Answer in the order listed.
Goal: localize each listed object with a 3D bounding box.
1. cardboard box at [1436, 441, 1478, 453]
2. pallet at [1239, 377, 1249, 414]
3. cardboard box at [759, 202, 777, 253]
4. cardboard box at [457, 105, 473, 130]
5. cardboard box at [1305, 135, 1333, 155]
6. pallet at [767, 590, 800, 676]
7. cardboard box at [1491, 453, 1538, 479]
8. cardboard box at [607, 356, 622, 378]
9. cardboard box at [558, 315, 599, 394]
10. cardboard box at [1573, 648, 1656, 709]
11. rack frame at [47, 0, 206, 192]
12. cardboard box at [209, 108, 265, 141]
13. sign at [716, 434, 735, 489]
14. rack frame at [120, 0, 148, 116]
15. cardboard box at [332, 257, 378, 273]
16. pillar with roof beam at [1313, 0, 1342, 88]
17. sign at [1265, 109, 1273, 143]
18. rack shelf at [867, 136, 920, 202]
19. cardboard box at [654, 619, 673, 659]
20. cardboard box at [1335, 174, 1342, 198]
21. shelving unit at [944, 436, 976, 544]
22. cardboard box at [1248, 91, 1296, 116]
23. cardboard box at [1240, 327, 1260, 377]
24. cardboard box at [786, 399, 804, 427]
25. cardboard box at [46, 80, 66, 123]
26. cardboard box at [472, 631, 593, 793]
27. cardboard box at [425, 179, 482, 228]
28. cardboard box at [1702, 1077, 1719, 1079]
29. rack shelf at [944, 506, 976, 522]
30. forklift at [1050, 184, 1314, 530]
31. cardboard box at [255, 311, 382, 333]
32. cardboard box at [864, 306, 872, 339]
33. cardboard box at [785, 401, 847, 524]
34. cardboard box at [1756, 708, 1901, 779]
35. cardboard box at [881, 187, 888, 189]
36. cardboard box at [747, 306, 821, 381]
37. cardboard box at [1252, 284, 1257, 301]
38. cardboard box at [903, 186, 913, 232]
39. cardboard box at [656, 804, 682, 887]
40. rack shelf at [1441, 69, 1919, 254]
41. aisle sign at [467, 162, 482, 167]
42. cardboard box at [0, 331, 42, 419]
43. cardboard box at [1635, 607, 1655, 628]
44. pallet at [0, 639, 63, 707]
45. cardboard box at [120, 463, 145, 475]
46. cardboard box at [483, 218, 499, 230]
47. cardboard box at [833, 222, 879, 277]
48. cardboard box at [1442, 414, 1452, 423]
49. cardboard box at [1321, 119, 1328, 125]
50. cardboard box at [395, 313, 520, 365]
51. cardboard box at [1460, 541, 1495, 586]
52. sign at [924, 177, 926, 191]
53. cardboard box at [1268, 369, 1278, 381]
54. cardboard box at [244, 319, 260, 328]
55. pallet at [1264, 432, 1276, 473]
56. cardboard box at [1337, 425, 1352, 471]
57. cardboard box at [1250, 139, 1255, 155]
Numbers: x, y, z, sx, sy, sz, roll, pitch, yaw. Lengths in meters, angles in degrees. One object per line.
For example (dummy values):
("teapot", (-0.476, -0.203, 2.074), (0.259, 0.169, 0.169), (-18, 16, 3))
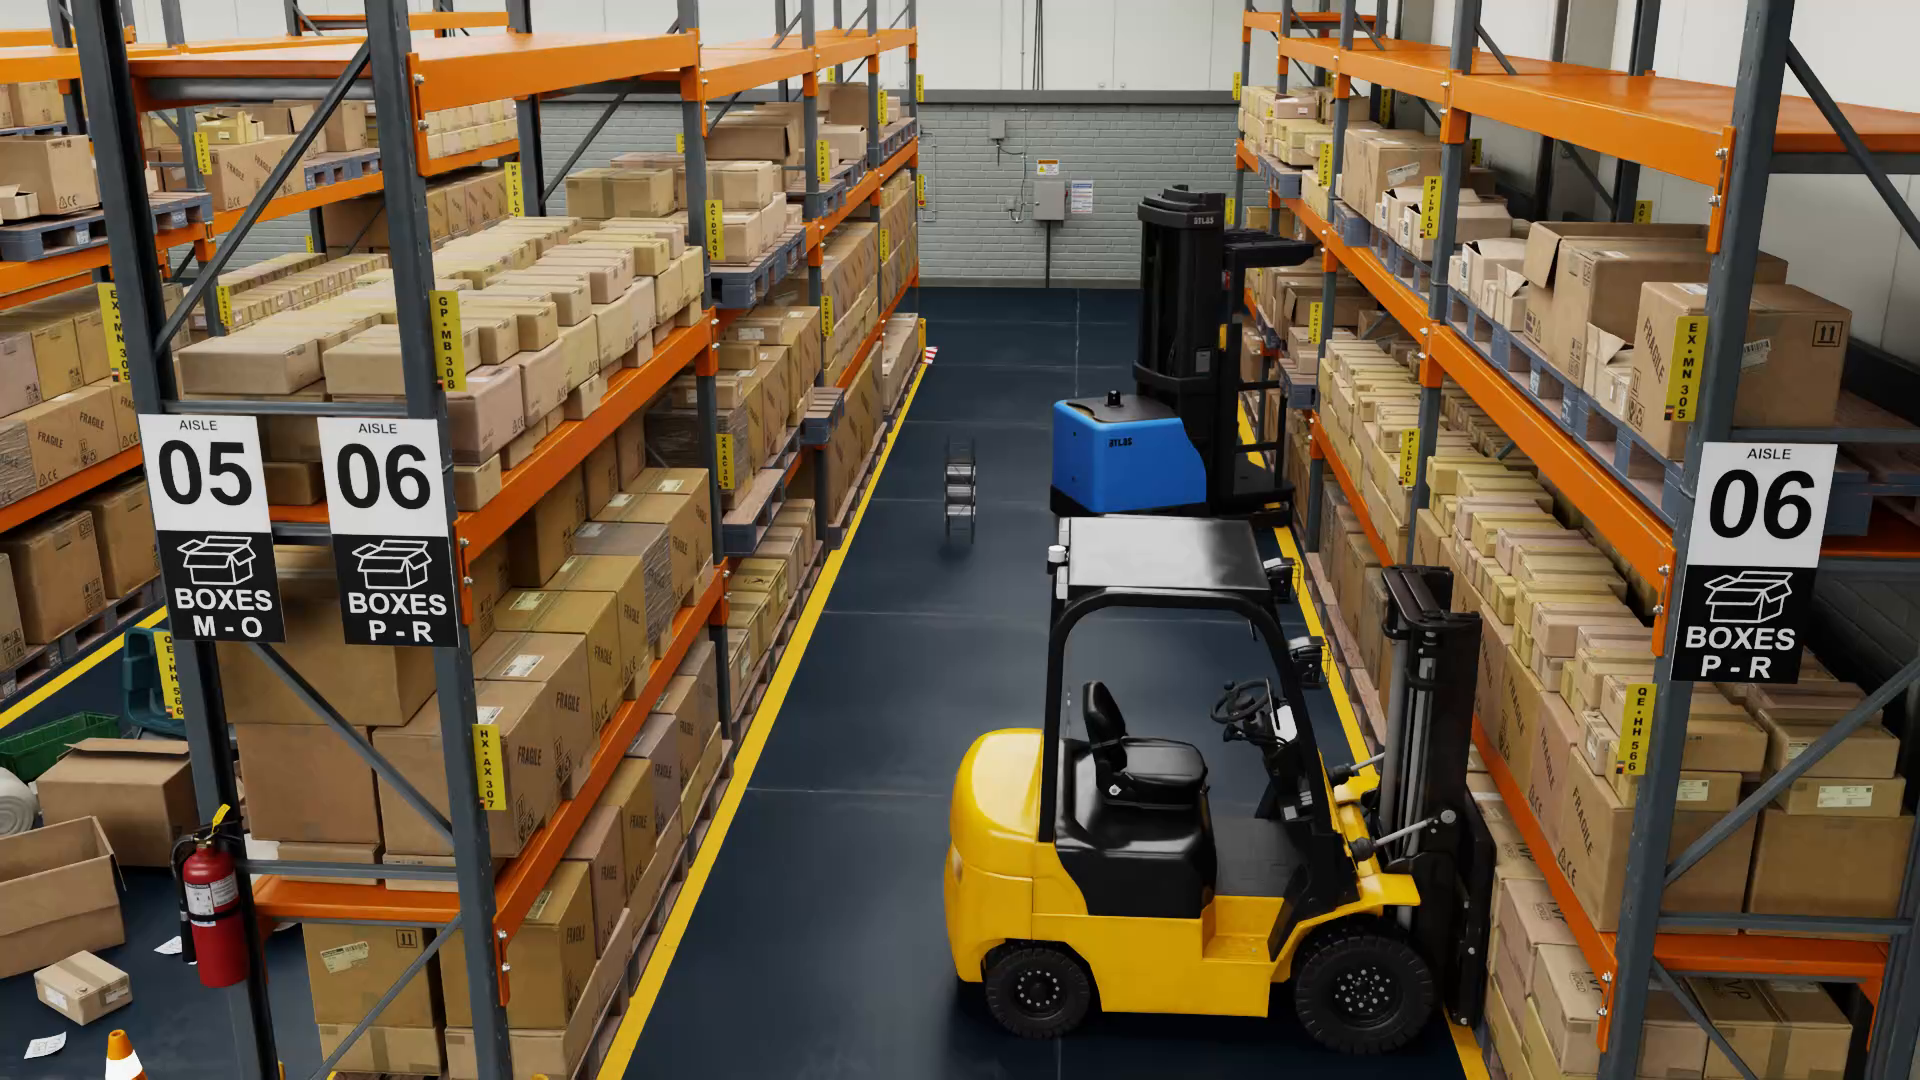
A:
("cardboard box", (2.856, -0.488, 9.893), (0.380, 0.149, 0.250), (1, 18, 3))
("pallet", (3.761, -1.693, 19.252), (1.003, 0.211, 1.213), (1, 18, 4))
("cardboard box", (-1.421, -1.934, 10.257), (0.500, 0.250, 0.500), (1, 18, 3))
("cardboard box", (-5.884, -4.825, 18.951), (0.500, 0.250, 0.500), (0, 18, 2))
("cardboard box", (3.162, -3.384, 14.239), (0.380, 0.149, 0.250), (1, 18, 4))
("pallet", (-1.759, 0.653, 12.091), (1.003, 0.211, 1.213), (1, 18, 4))
("cardboard box", (3.292, -0.401, 9.626), (0.380, 0.149, 0.250), (1, 18, 3))
("cardboard box", (-1.808, -0.853, 7.797), (0.380, 0.149, 0.250), (2, 18, 5))
("cardboard box", (-1.825, -0.771, 6.904), (0.500, 0.250, 0.500), (2, 18, 6))
("cardboard box", (2.560, 0.530, 6.310), (0.380, 0.149, 0.250), (2, 18, 5))
("rack frame", (-6.556, -4.222, 12.858), (1.000, 3.000, 0.127), (1, 18, 4))
("cardboard box", (-6.236, -3.568, 14.288), (0.396, 0.266, 0.258), (1, 18, 4))
("sign", (-1.357, -0.452, 9.594), (0.100, 0.325, 0.005), (1, 18, 4))
("rack frame", (-10.923, -6.849, 20.874), (1.000, 3.000, 0.127), (1, 18, 4))
("cardboard box", (-6.122, -2.764, 16.816), (0.380, 0.149, 0.250), (1, 18, 2))
("pillar with roof beam", (0.712, -7.432, 22.652), (9.100, 9.000, 0.400), (1, 18, 4))
("sign", (3.085, -4.106, 16.489), (0.100, 0.325, 0.005), (1, 18, 4))
("rack shelf", (-1.181, -4.240, 18.882), (1.077, 0.370, 4.000), (1, 18, 4))
("cardboard box", (-1.687, 0.491, 8.509), (0.380, 0.149, 0.250), (1, 18, 3))
("cardboard box", (3.012, -2.643, 12.394), (0.380, 0.166, 0.250), (1, 18, 4))
("shelving unit", (0.001, -0.430, 14.291), (0.258, 0.900, 0.210), (1, 18, 4))
("cardboard box", (3.553, -4.955, 18.869), (0.500, 0.250, 0.500), (1, 18, 3))
("cardboard box", (3.675, -2.227, 19.741), (0.700, 0.500, 0.500), (2, 18, 6))
("cardboard box", (-1.353, -0.938, 12.197), (0.380, 0.149, 0.250), (2, 18, 5))
("cardboard box", (-11.056, -5.222, 19.730), (0.700, 0.500, 0.500), (0, 18, 0))
("cardboard box", (-1.840, 0.701, 6.827), (0.500, 0.500, 0.500), (2, 18, 6))
("cardboard box", (-5.867, -3.889, 19.231), (0.500, 0.500, 0.500), (1, 18, 2))
("cardboard box", (3.007, 2.030, 6.349), (0.500, 0.250, 0.500), (2, 18, 5))
("rack shelf", (0.001, -0.227, 14.357), (0.258, 0.077, 0.200), (1, 18, 4))
("forklift", (2.387, -1.625, 14.675), (3.031, 2.935, 1.130), (-6, 19, -19))
("cardboard box", (-2.399, -0.763, 6.241), (0.380, 0.149, 0.250), (1, 18, 3))
("cardboard box", (-1.143, -2.160, 16.440), (0.500, 0.250, 0.500), (1, 18, 3))
("cardboard box", (-1.479, -0.695, 14.465), (0.875, 0.875, 0.875), (1, 18, 3))
("cardboard box", (3.003, 0.705, 5.774), (0.380, 0.149, 0.250), (1, 18, 3))
("cardboard box", (-1.002, -3.856, 18.565), (0.380, 0.149, 0.250), (1, 18, 4))
("cardboard box", (-1.367, -1.534, 12.973), (0.500, 0.500, 0.500), (1, 18, 2))
("cardboard box", (3.425, -2.734, 18.353), (0.380, 0.149, 0.250), (1, 18, 3))
("cardboard box", (-0.843, -3.982, 19.991), (0.500, 0.500, 0.500), (1, 18, 4))
("cardboard box", (-1.742, 1.570, 8.556), (0.500, 0.250, 0.500), (2, 18, 5))
("rack shelf", (2.910, -1.638, 6.769), (1.077, 0.370, 4.000), (1, 18, 4))
("aisle sign", (-6.277, -5.121, 21.059), (0.394, 0.787, 0.004), (1, 18, 4))
("cardboard box", (-6.742, -1.123, 11.267), (0.700, 0.500, 0.500), (1, 18, 4))
("cardboard box", (3.182, 0.371, 7.271), (0.380, 0.149, 0.250), (1, 18, 4))
("pallet", (-6.863, 0.954, 11.171), (1.003, 0.211, 1.213), (1, 18, 4))
("cardboard box", (-6.689, -0.315, 13.506), (1.050, 0.750, 0.750), (1, 18, 3))
("cardboard box", (-5.827, -3.582, 19.900), (0.500, 0.500, 0.500), (1, 18, 4))
("cardboard box", (-1.106, -2.913, 16.730), (0.500, 0.500, 0.500), (2, 18, 6))
("cardboard box", (3.467, -0.733, 11.281), (0.500, 0.250, 0.500), (1, 18, 3))
("cardboard box", (3.721, -4.024, 16.160), (0.380, 0.149, 0.250), (1, 18, 3))
("cardboard box", (-1.874, -0.754, 6.211), (0.380, 0.149, 0.250), (1, 18, 4))
("cardboard box", (2.648, 0.115, 8.052), (0.380, 0.149, 0.250), (1, 18, 3))
("sign", (-0.701, -5.677, 26.498), (0.327, 0.218, 0.001), (1, 18, 4))
("cardboard box", (3.335, -1.640, 16.908), (0.380, 0.149, 0.250), (2, 18, 7))
("cardboard box", (-6.304, -1.823, 14.421), (0.380, 0.149, 0.250), (2, 18, 7))
("pallet", (3.606, -0.847, 16.668), (1.003, 0.211, 1.213), (1, 18, 4))
("cardboard box", (2.993, -0.663, 11.870), (0.500, 0.250, 0.500), (1, 18, 2))
("cardboard box", (3.452, -4.406, 18.638), (0.380, 0.149, 0.250), (1, 18, 4))
